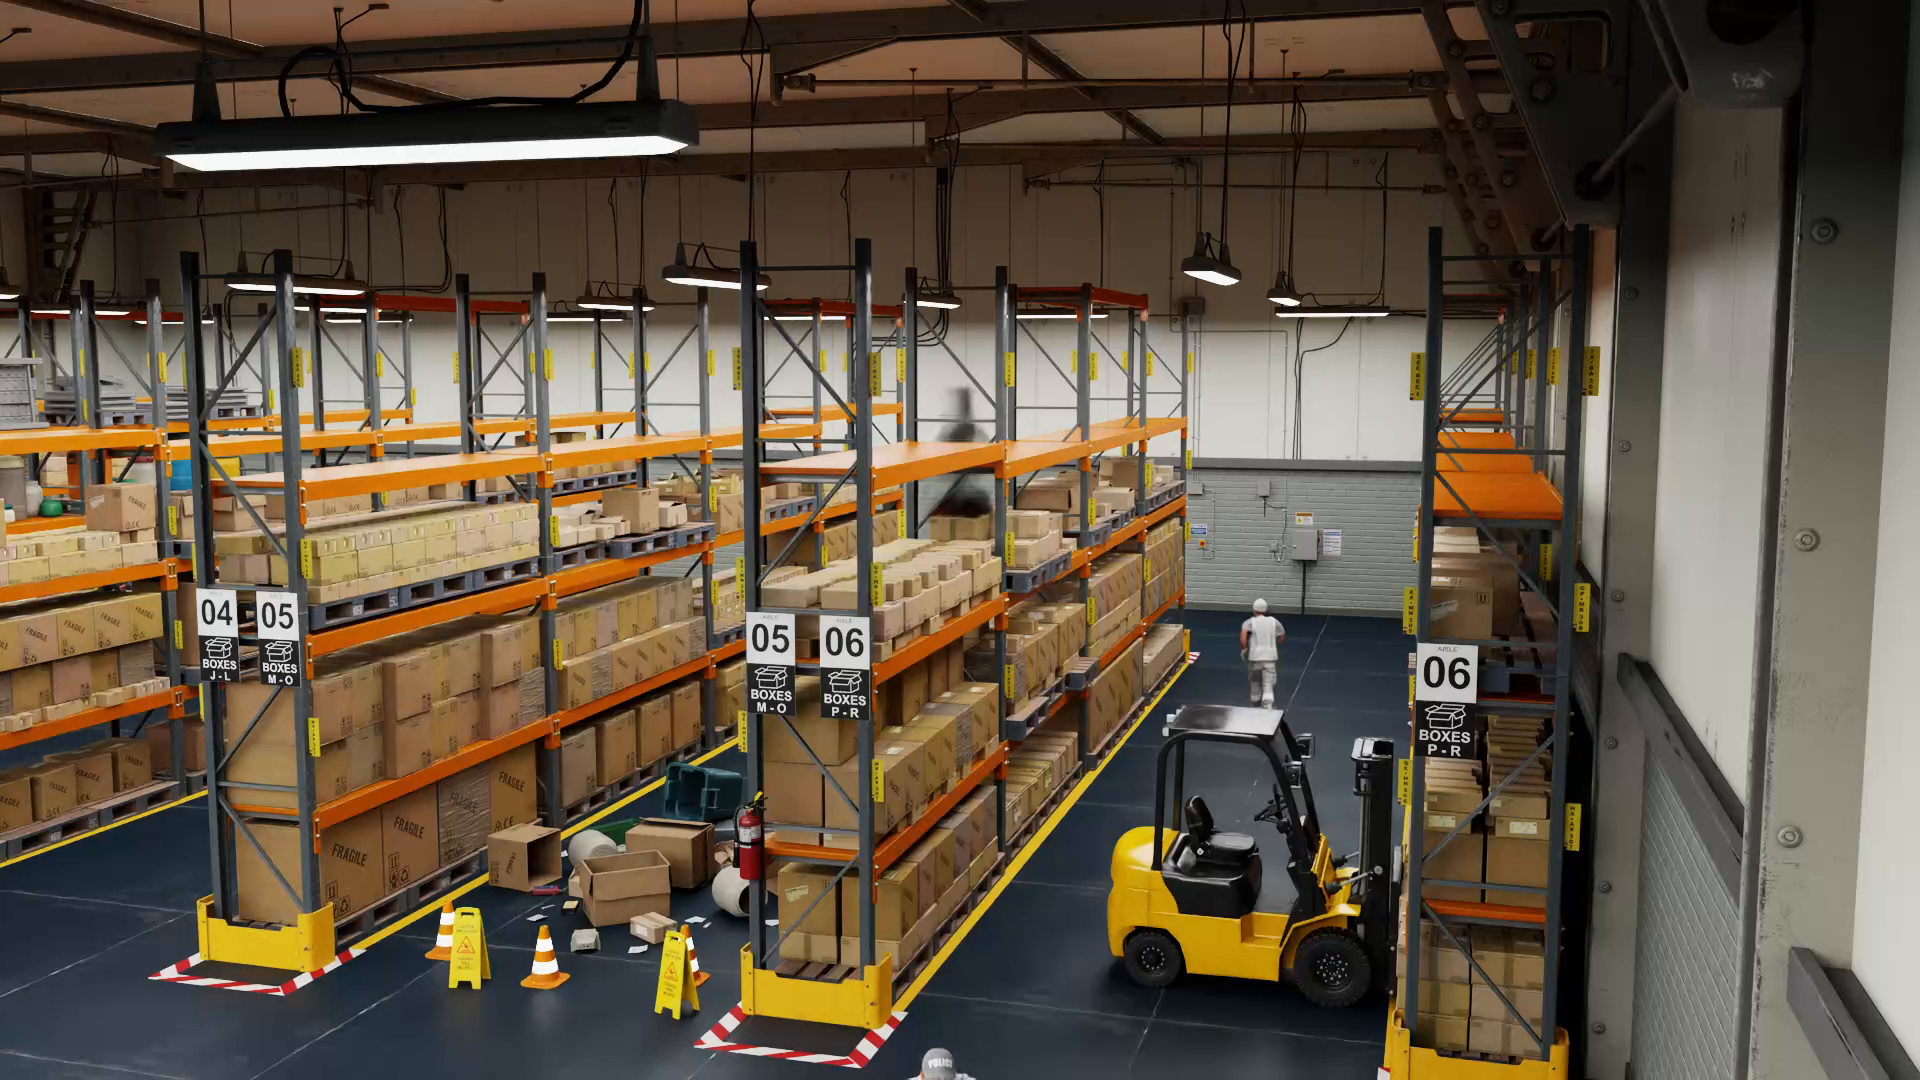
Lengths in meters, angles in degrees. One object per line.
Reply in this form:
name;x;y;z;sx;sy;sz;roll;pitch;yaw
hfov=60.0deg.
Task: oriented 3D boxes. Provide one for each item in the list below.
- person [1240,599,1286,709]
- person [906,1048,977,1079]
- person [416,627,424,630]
person;4.185;1.723;22.989;0.658;1.779;1.126;0;6;4
person;-0.140;3.405;8.983;0.615;1.625;0.966;-1;7;-11
person;-6.918;1.901;21.193;0.700;1.751;0.926;0;6;-1
